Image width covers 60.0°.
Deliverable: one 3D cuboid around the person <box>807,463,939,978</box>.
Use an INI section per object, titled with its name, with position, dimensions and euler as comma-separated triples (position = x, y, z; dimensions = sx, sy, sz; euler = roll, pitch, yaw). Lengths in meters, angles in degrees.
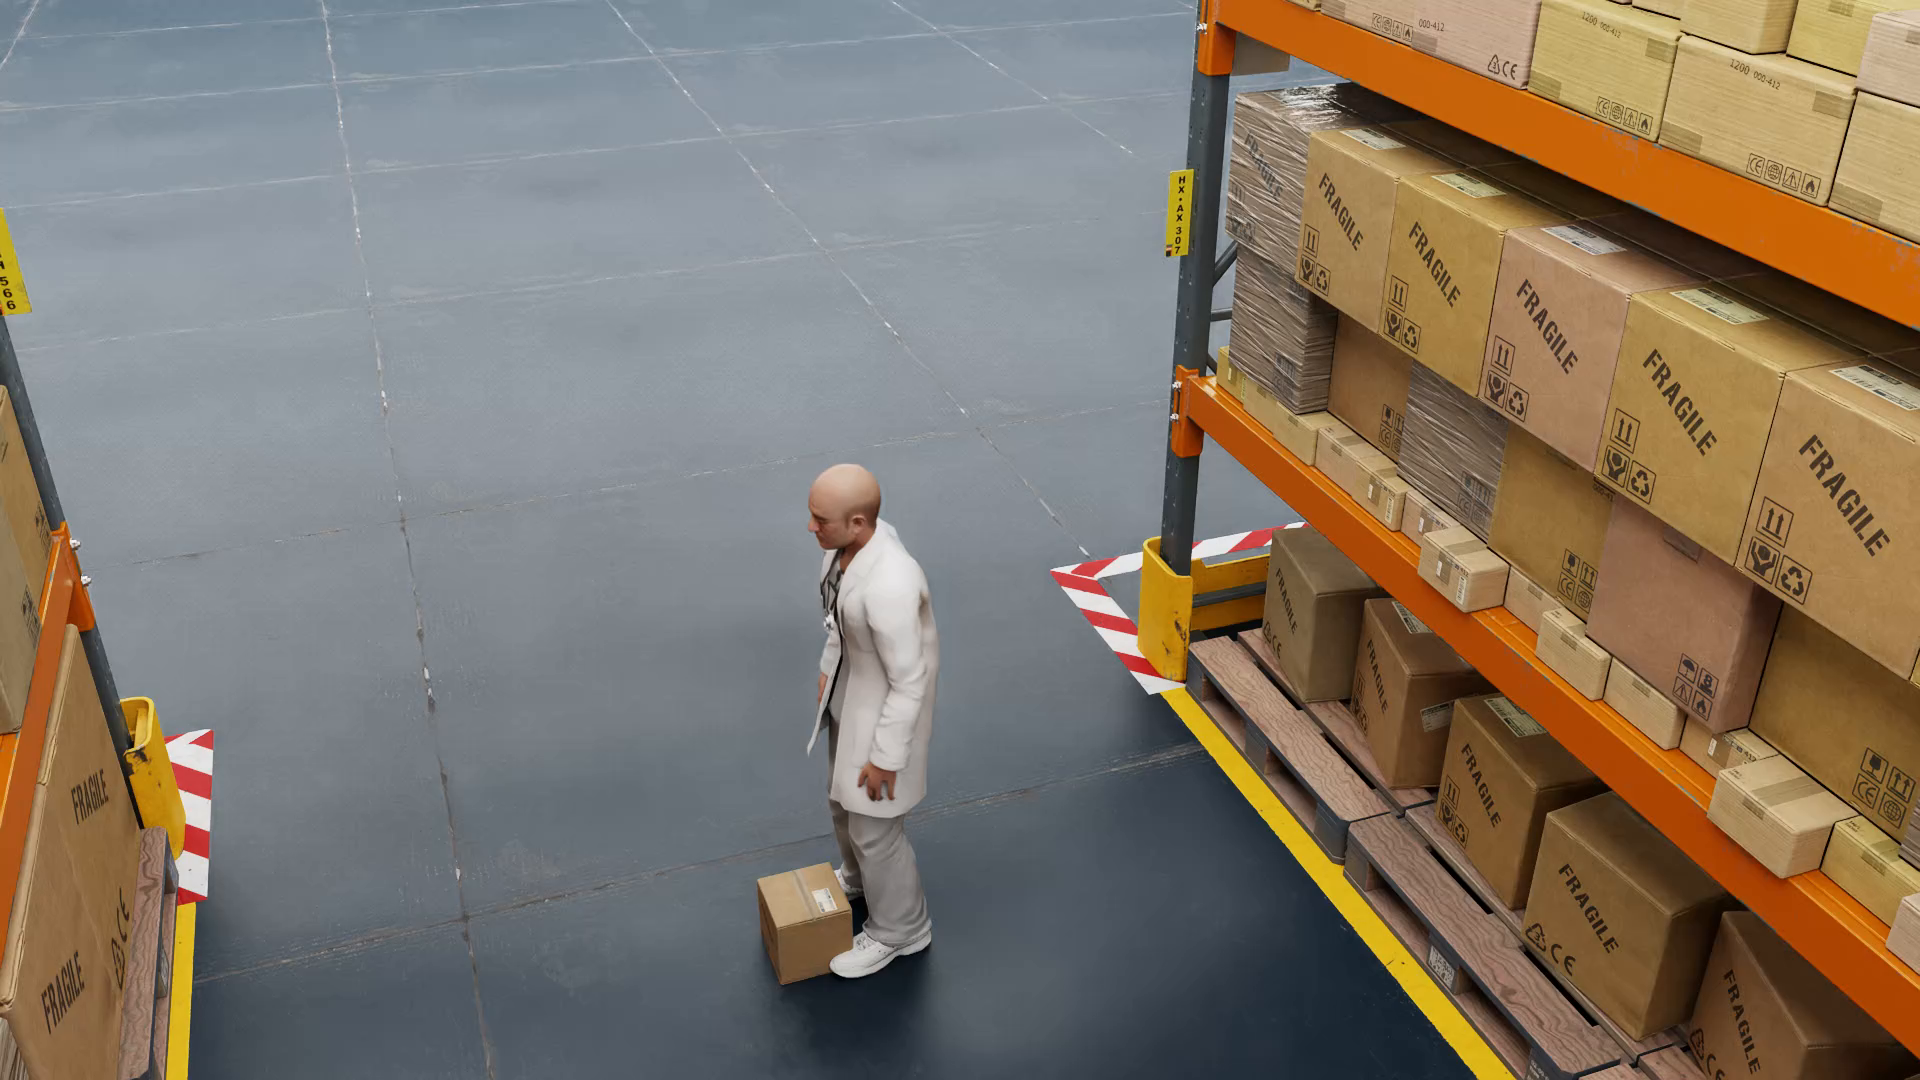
[person]
position = -0.286, 0.547, 5.173
dimensions = 0.420, 1.774, 0.643
euler = -10, 31, -17
